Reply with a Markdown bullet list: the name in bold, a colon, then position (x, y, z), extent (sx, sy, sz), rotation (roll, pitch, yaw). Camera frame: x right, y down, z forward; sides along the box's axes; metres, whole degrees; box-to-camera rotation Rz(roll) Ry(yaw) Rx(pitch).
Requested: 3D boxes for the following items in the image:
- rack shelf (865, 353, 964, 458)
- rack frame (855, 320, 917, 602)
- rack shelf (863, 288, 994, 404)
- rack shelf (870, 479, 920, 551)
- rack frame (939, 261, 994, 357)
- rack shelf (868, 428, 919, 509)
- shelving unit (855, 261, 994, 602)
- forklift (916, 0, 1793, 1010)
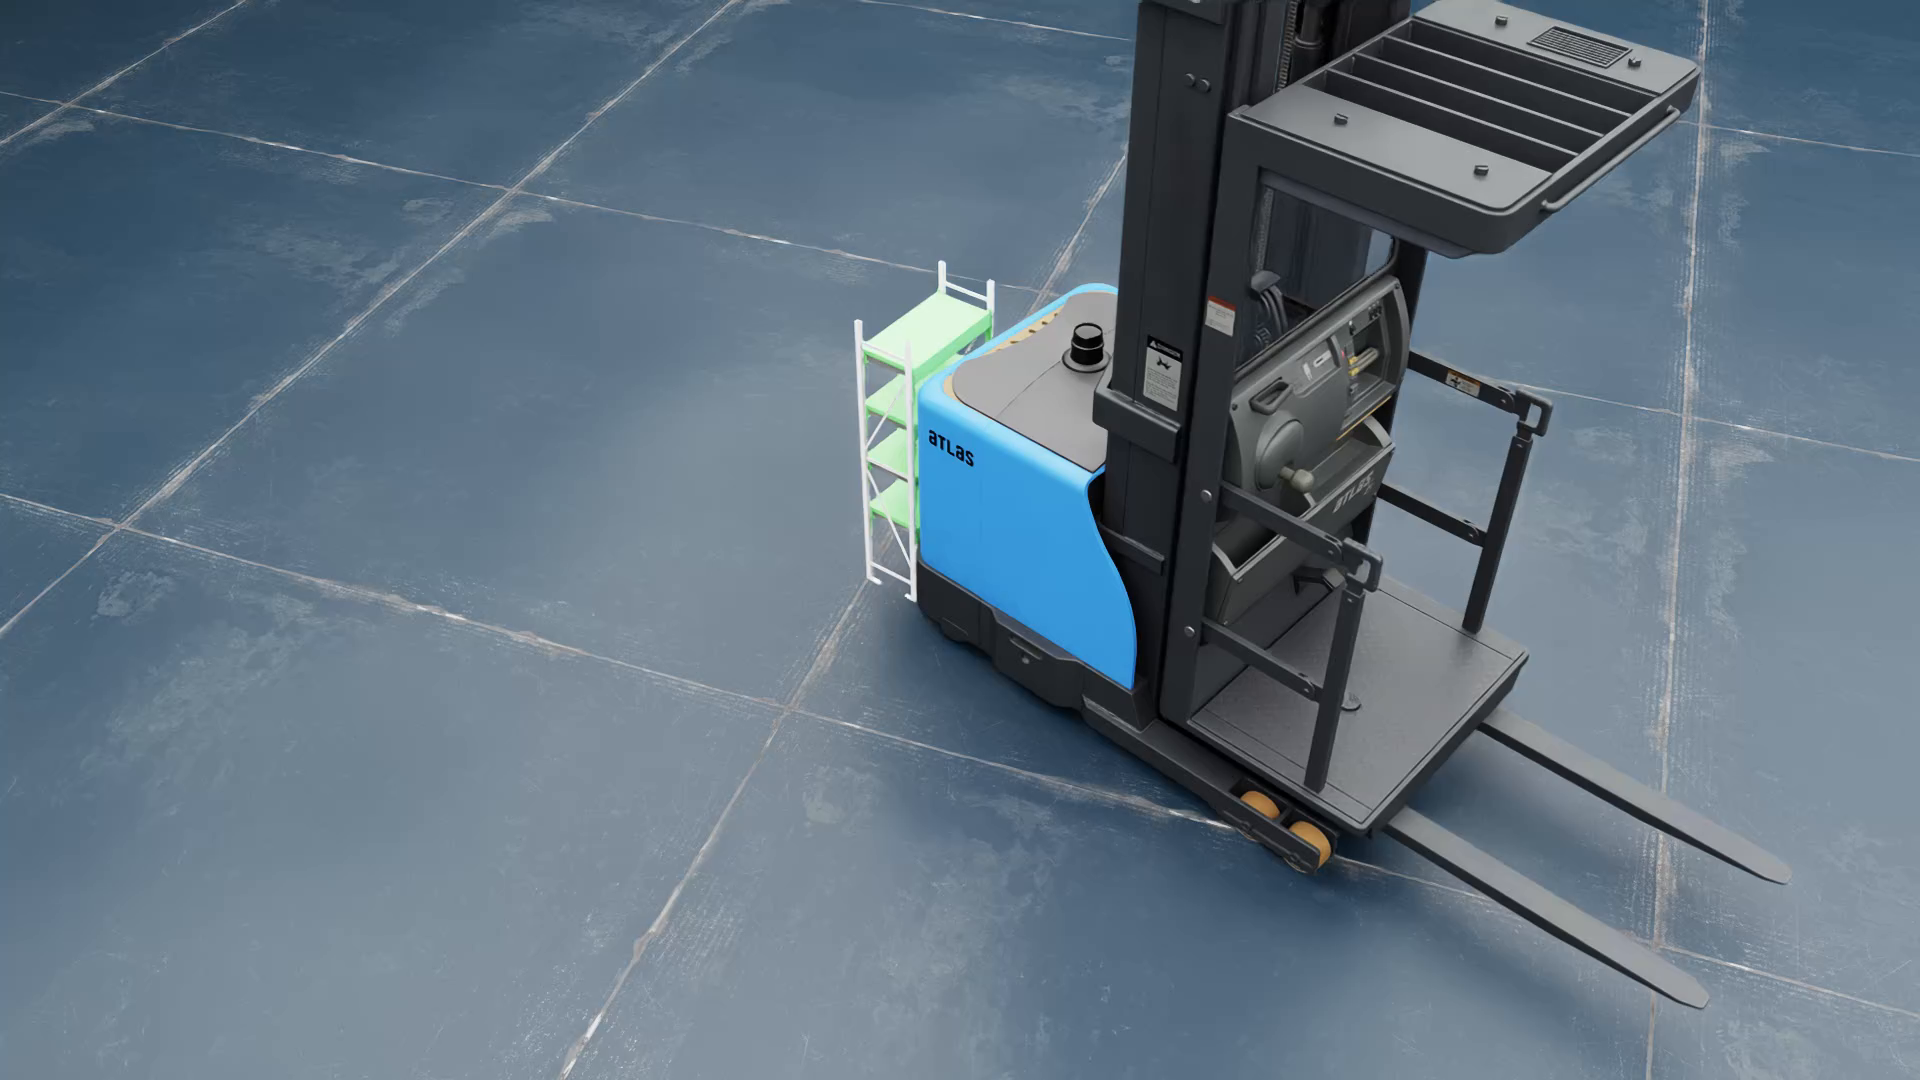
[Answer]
- **rack shelf**: position (-0.122, -0.525, 6.169), extent (0.258, 0.148, 0.480), rotation (25, 47, 27)
- **rack frame**: position (-0.266, -0.263, 6.134), extent (0.240, 1.200, 0.015), rotation (25, 47, 27)
- **rack shelf**: position (-0.122, -0.707, 6.013), extent (0.258, 0.148, 0.480), rotation (25, 47, 27)
- **rack shelf**: position (-0.122, -0.160, 6.481), extent (0.258, 0.148, 0.480), rotation (25, 47, 27)
- **rack frame**: position (0.023, -0.518, 6.433), extent (0.240, 1.200, 0.015), rotation (25, 47, 27)
- **rack shelf**: position (-0.122, -0.342, 6.325), extent (0.258, 0.148, 0.480), rotation (25, 47, 27)
- **shelving unit**: position (-0.122, -0.391, 6.284), extent (0.258, 1.200, 0.503), rotation (25, 47, 27)
- **forklift**: position (1.262, -0.411, 4.973), extent (3.031, 2.935, 1.130), rotation (31, 49, 31)
